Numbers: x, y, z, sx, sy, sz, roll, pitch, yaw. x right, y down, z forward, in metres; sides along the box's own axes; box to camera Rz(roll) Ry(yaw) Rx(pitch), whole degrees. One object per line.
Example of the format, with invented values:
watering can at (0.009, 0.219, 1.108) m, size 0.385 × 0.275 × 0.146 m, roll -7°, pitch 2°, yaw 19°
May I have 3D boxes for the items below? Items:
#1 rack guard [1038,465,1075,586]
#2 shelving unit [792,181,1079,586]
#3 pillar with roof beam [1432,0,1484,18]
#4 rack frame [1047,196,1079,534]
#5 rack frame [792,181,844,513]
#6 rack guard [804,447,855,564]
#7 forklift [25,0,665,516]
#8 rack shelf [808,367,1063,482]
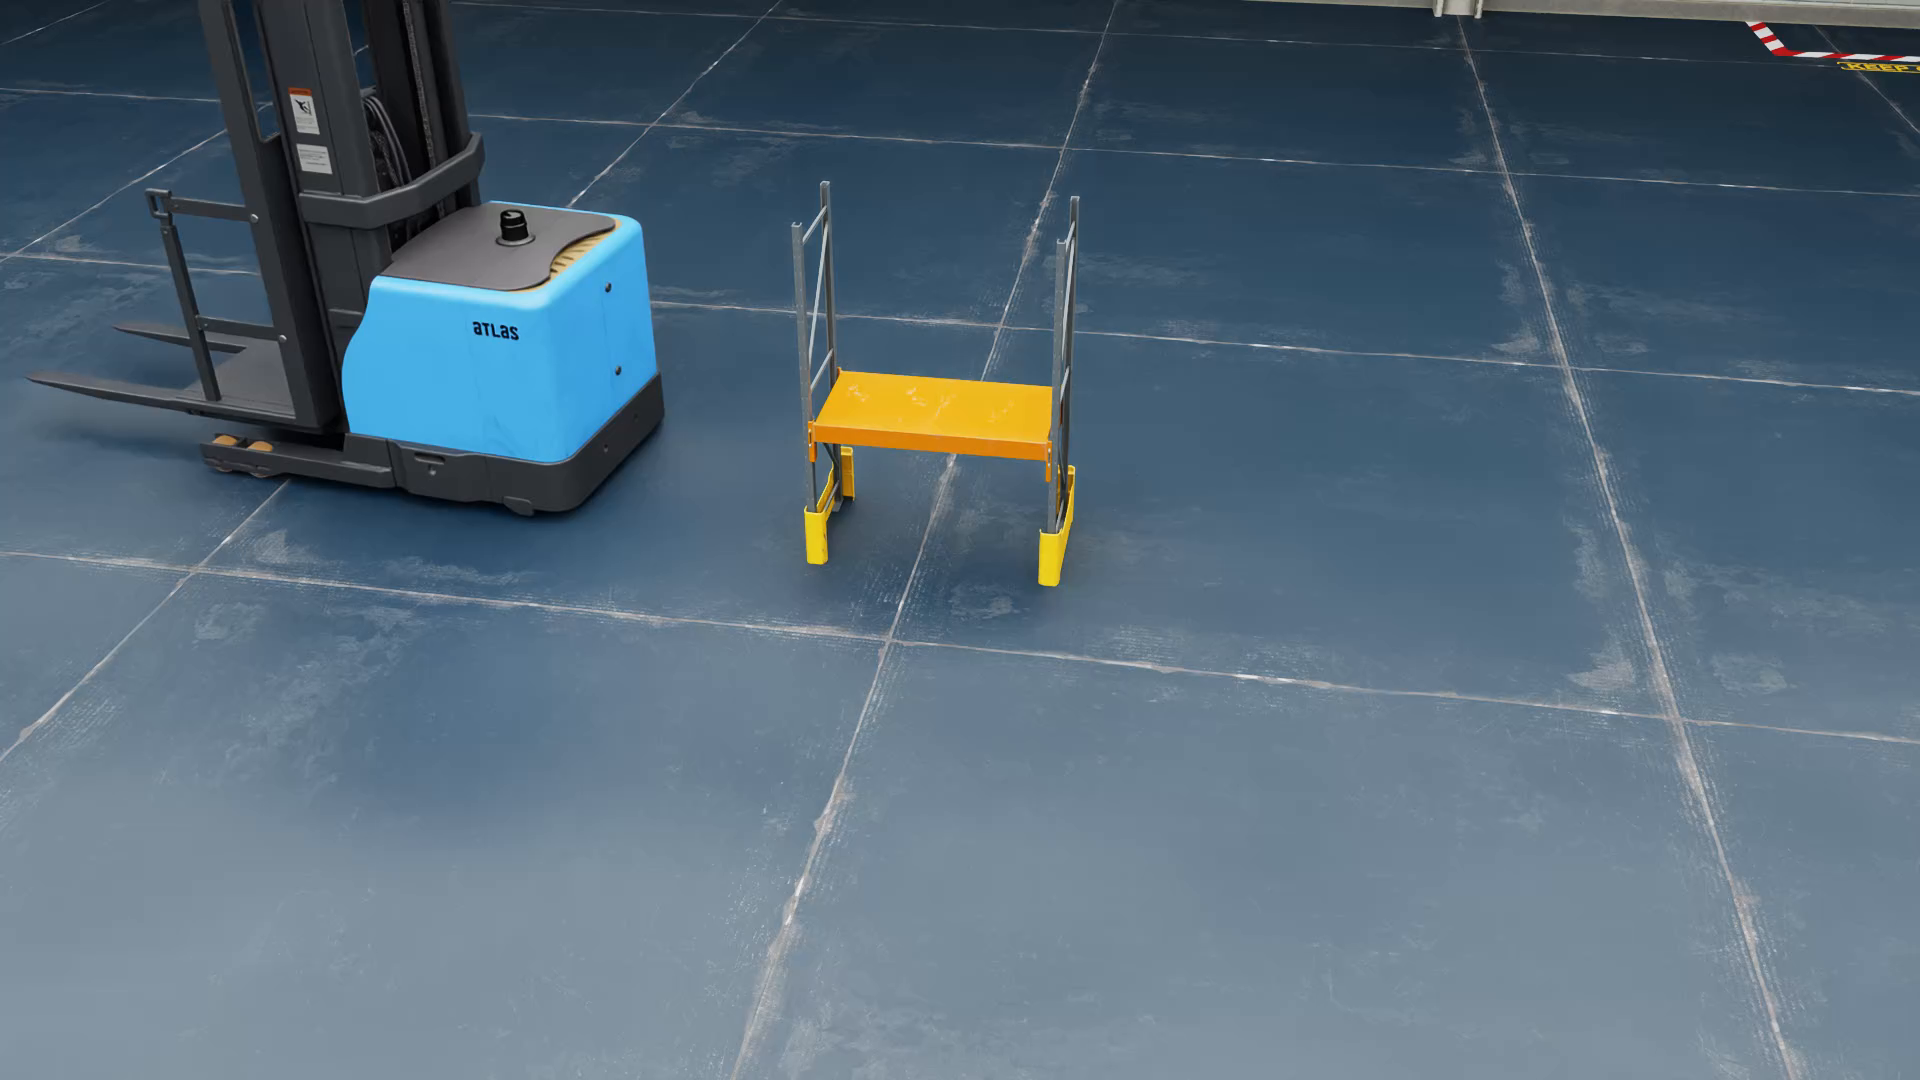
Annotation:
rack guard at (0.416, -0.068, 7.124) m, size 0.087 × 0.250 × 0.587 m, roll 5°, pitch 32°, yaw 8°
shelving unit at (-0.075, -0.643, 6.863) m, size 1.083 × 1.500 × 0.587 m, roll 5°, pitch 32°, yaw 8°
pillar with roof beam at (3.663, -6.223, 8.710) m, size 0.400 × 9.000 × 9.100 m, roll 5°, pitch 32°, yaw 8°
rack frame at (0.417, -0.598, 6.792) m, size 0.032 × 1.500 × 0.500 m, roll 5°, pitch 32°, yaw 8°
rack frame at (-0.585, -0.689, 6.937) m, size 0.032 × 1.500 × 0.500 m, roll 5°, pitch 32°, yaw 8°
rack guard at (-0.566, -0.157, 7.266) m, size 0.087 × 0.250 × 0.587 m, roll 5°, pitch 32°, yaw 8°
forklift at (-3.010, -1.787, 7.342) m, size 3.031 × 2.935 × 1.130 m, roll 9°, pitch 33°, yaw 14°
rack shelf at (-0.084, -0.491, 6.960) m, size 1.000 × 0.185 × 0.538 m, roll 5°, pitch 32°, yaw 8°
